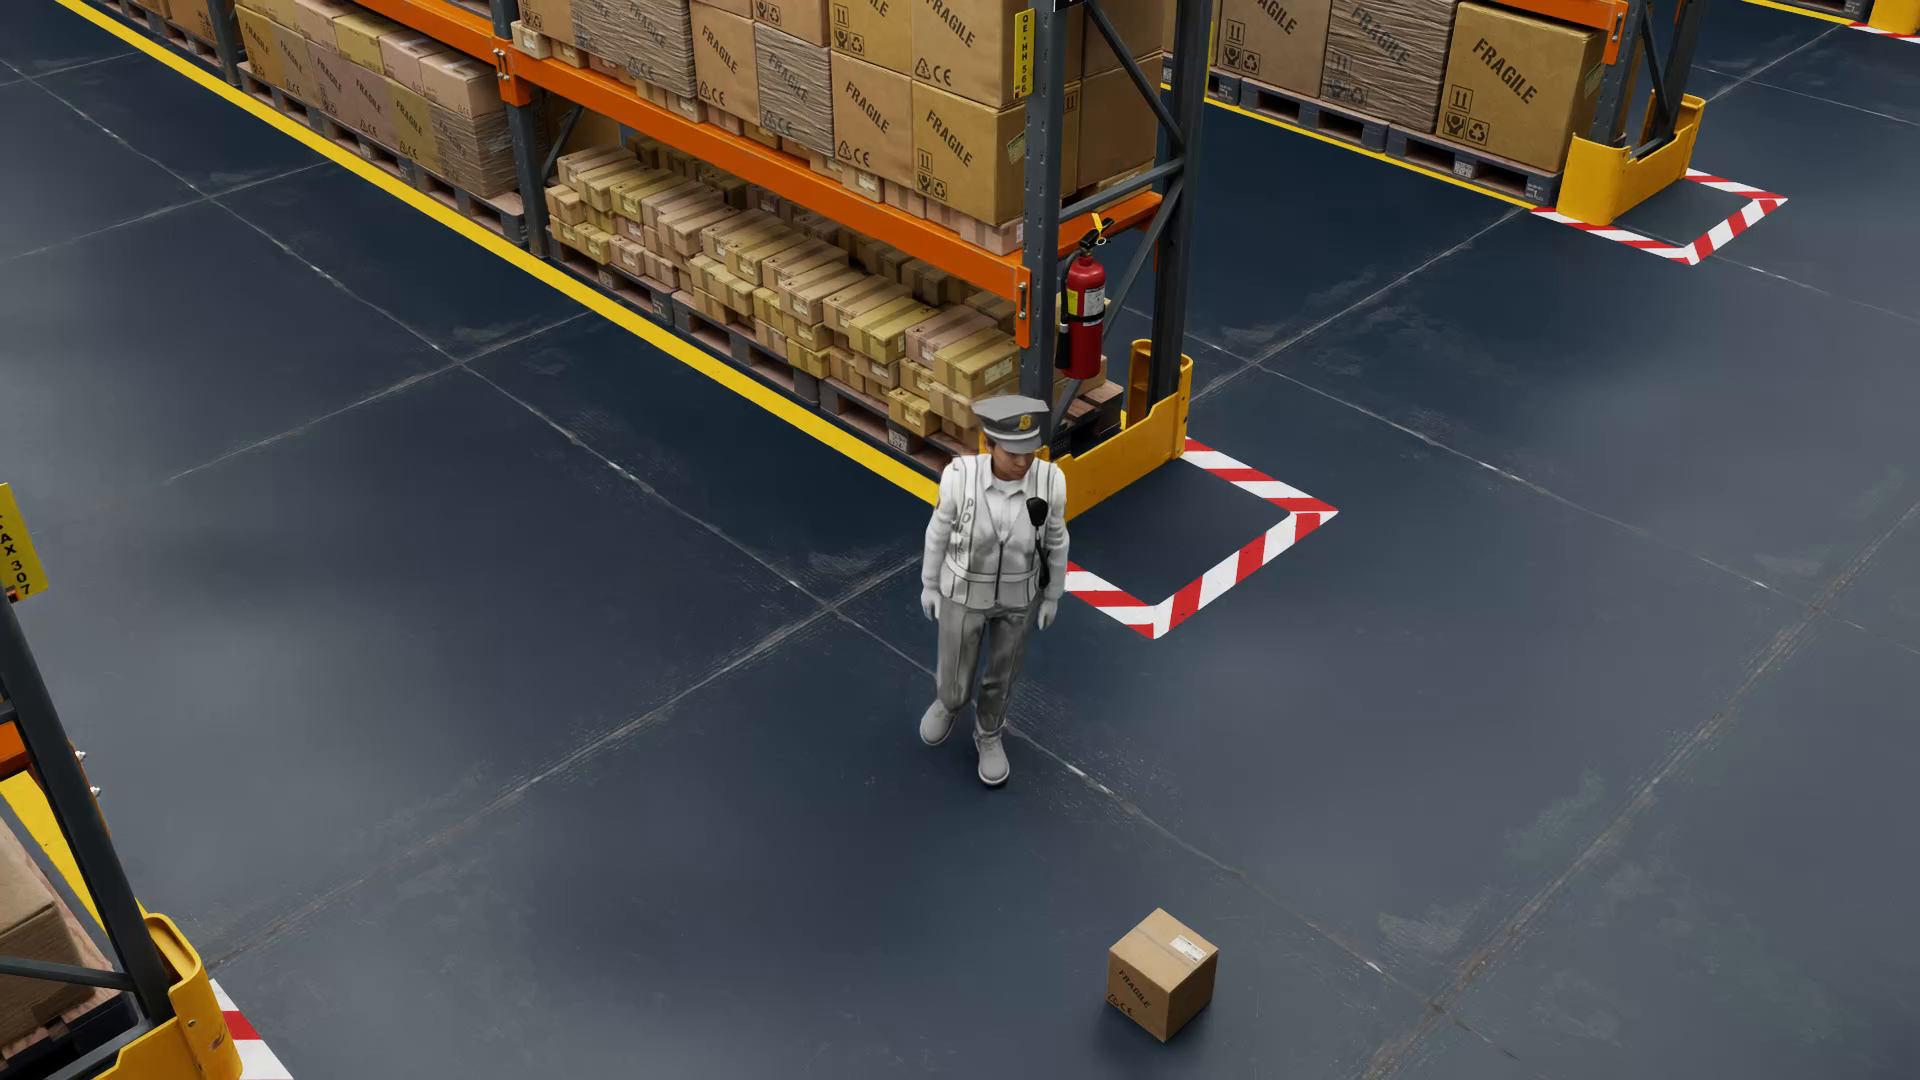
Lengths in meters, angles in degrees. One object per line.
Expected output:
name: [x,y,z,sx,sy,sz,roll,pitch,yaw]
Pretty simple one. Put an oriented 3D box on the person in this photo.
person: [0.115,0.169,5.880,0.520,1.672,0.483,-4,36,-6]
